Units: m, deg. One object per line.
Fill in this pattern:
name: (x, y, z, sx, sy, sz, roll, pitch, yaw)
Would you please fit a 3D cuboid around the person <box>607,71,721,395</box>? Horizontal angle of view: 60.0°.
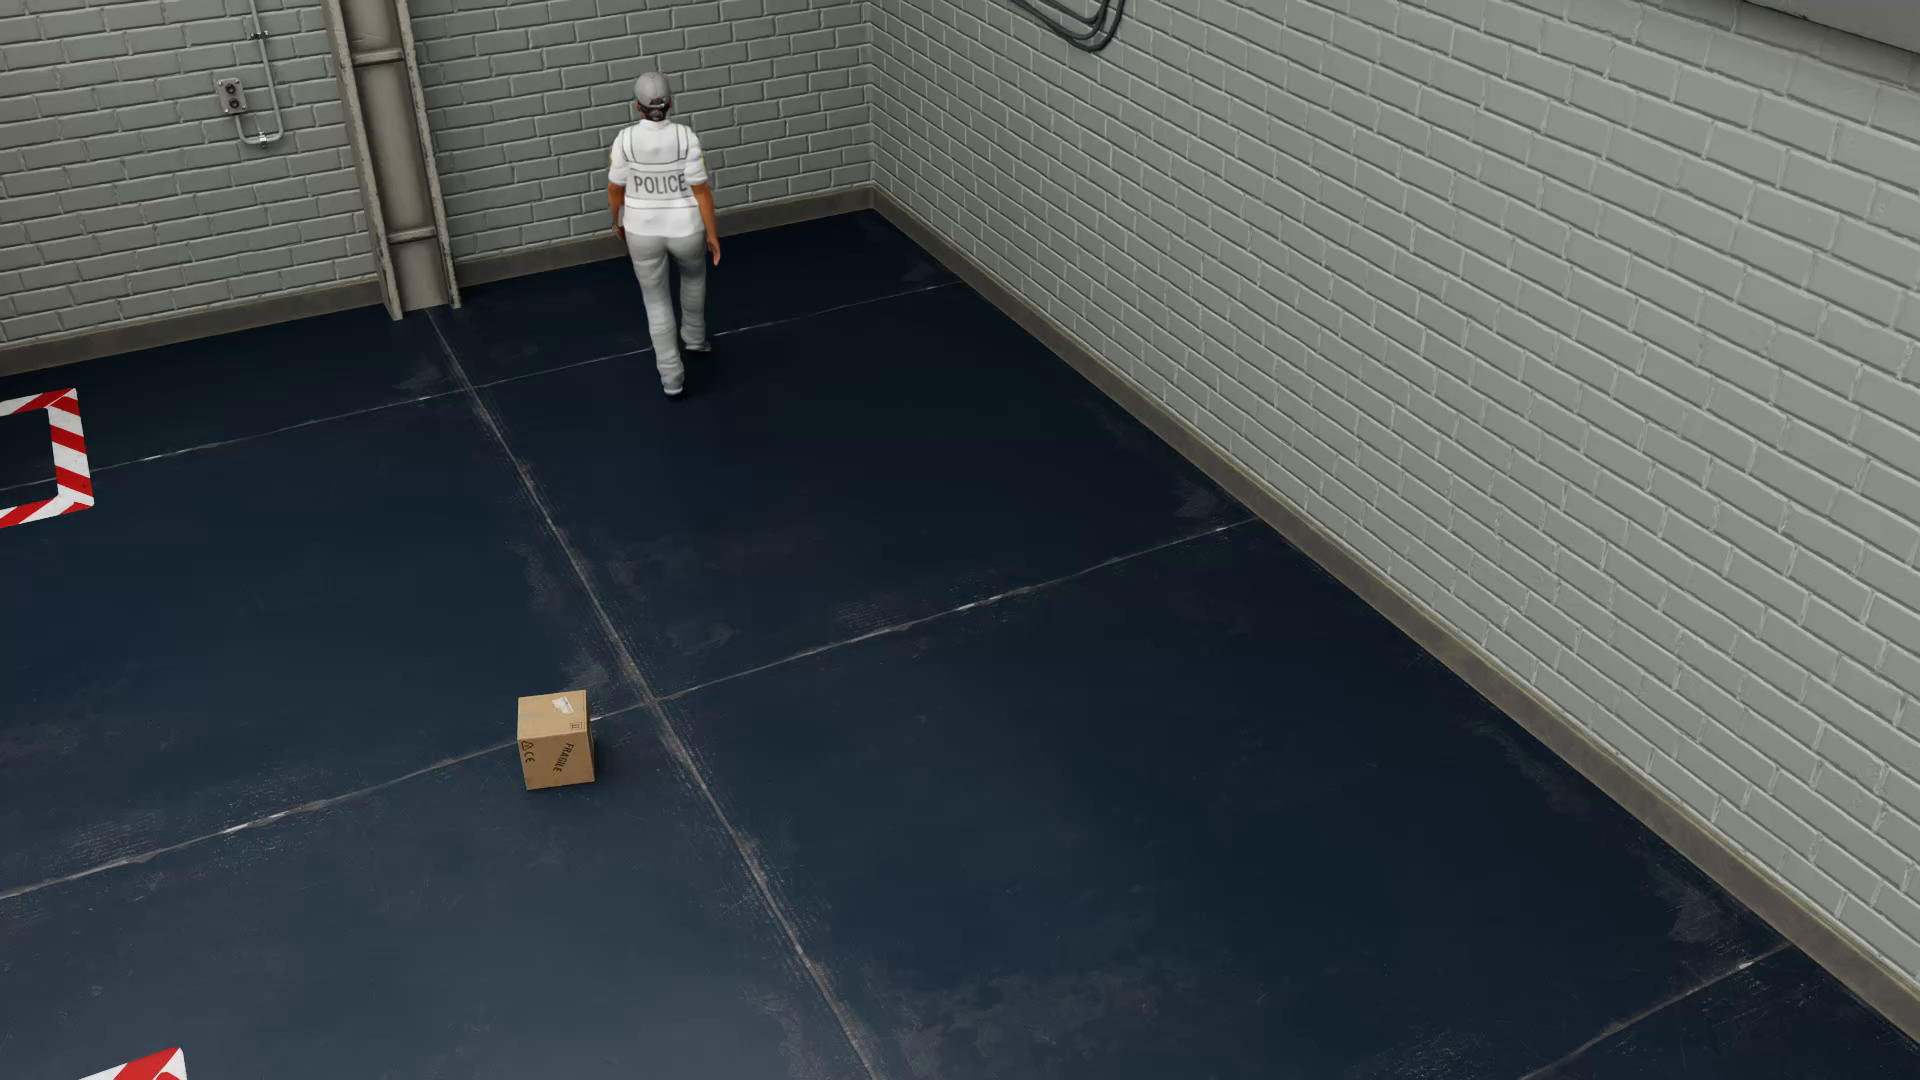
person: (-1.526, -1.589, 8.587, 0.523, 1.711, 0.709, -8, 34, -12)
